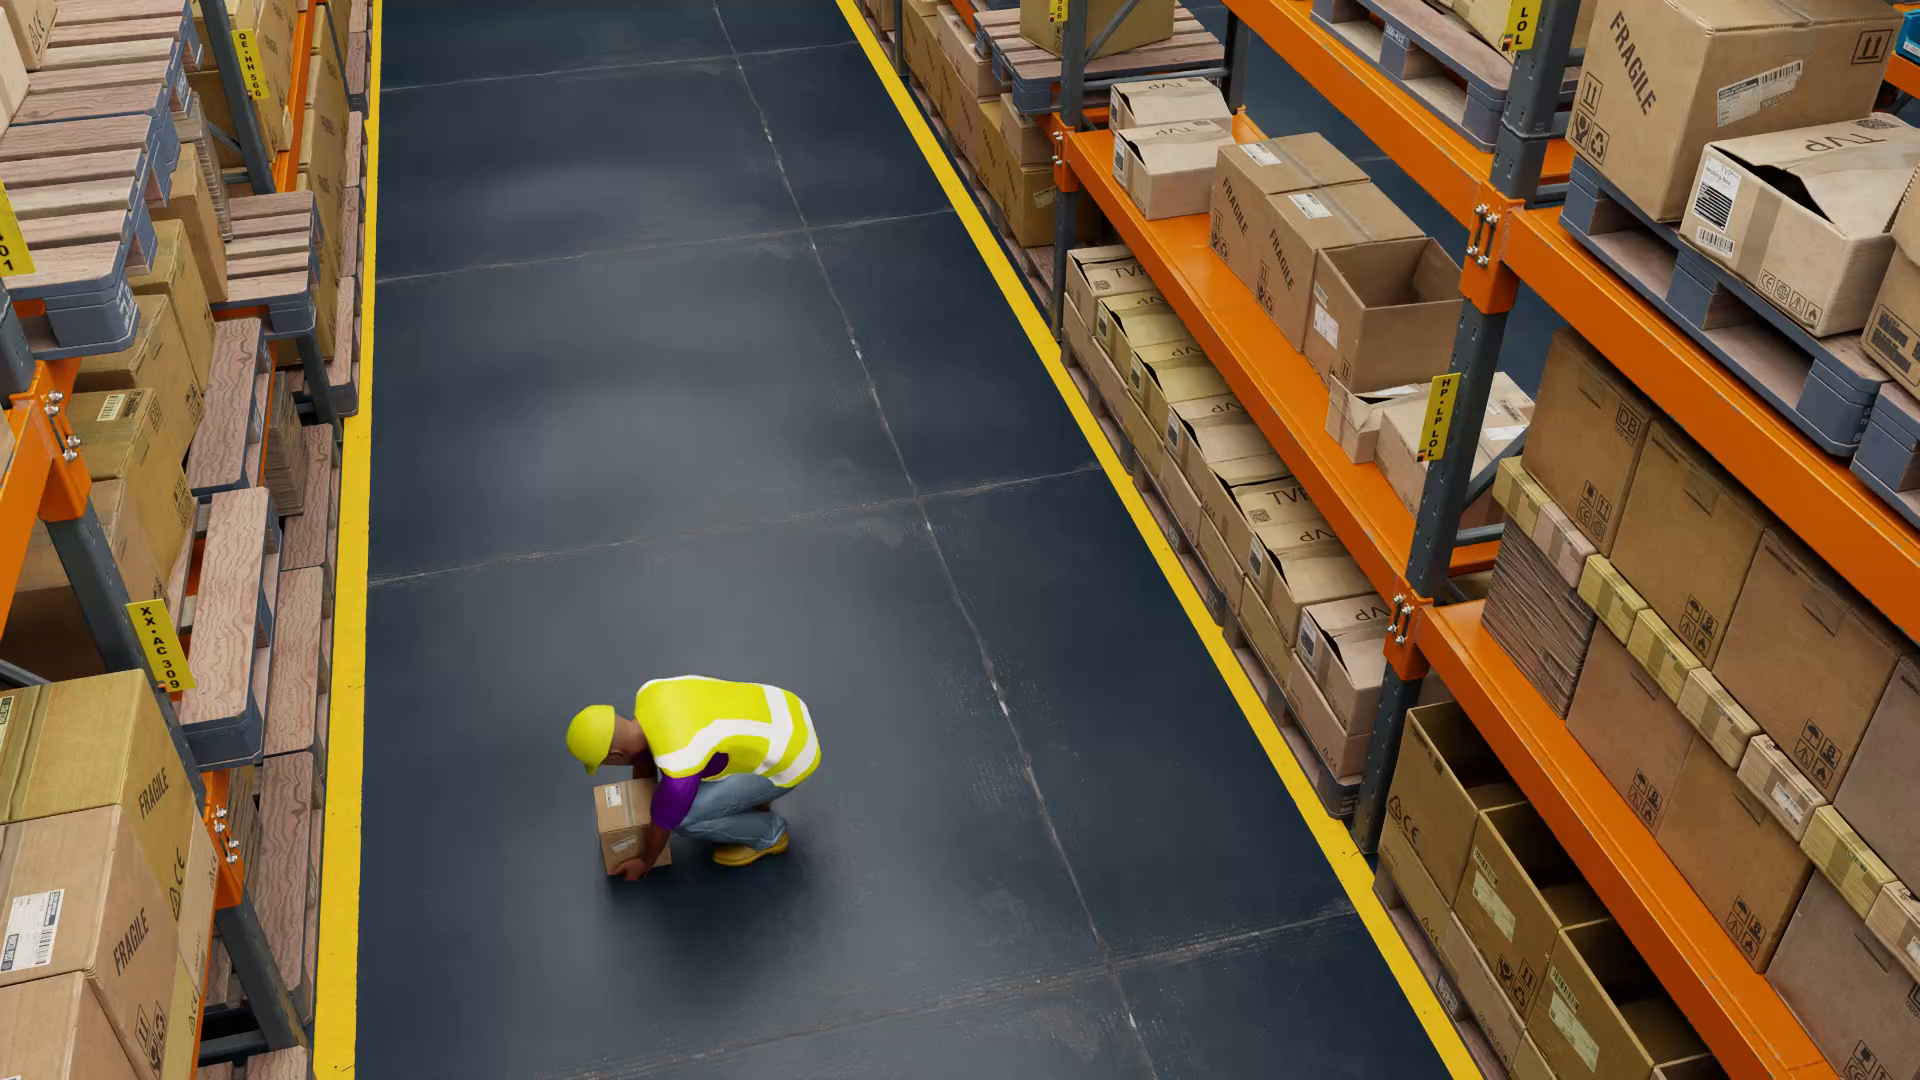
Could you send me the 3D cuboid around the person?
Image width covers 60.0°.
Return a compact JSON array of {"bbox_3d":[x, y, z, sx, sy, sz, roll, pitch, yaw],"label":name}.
[{"bbox_3d":[-1.000,0.907,6.384,0.917,0.901,0.540,-9,39,-11],"label":"person"}]
